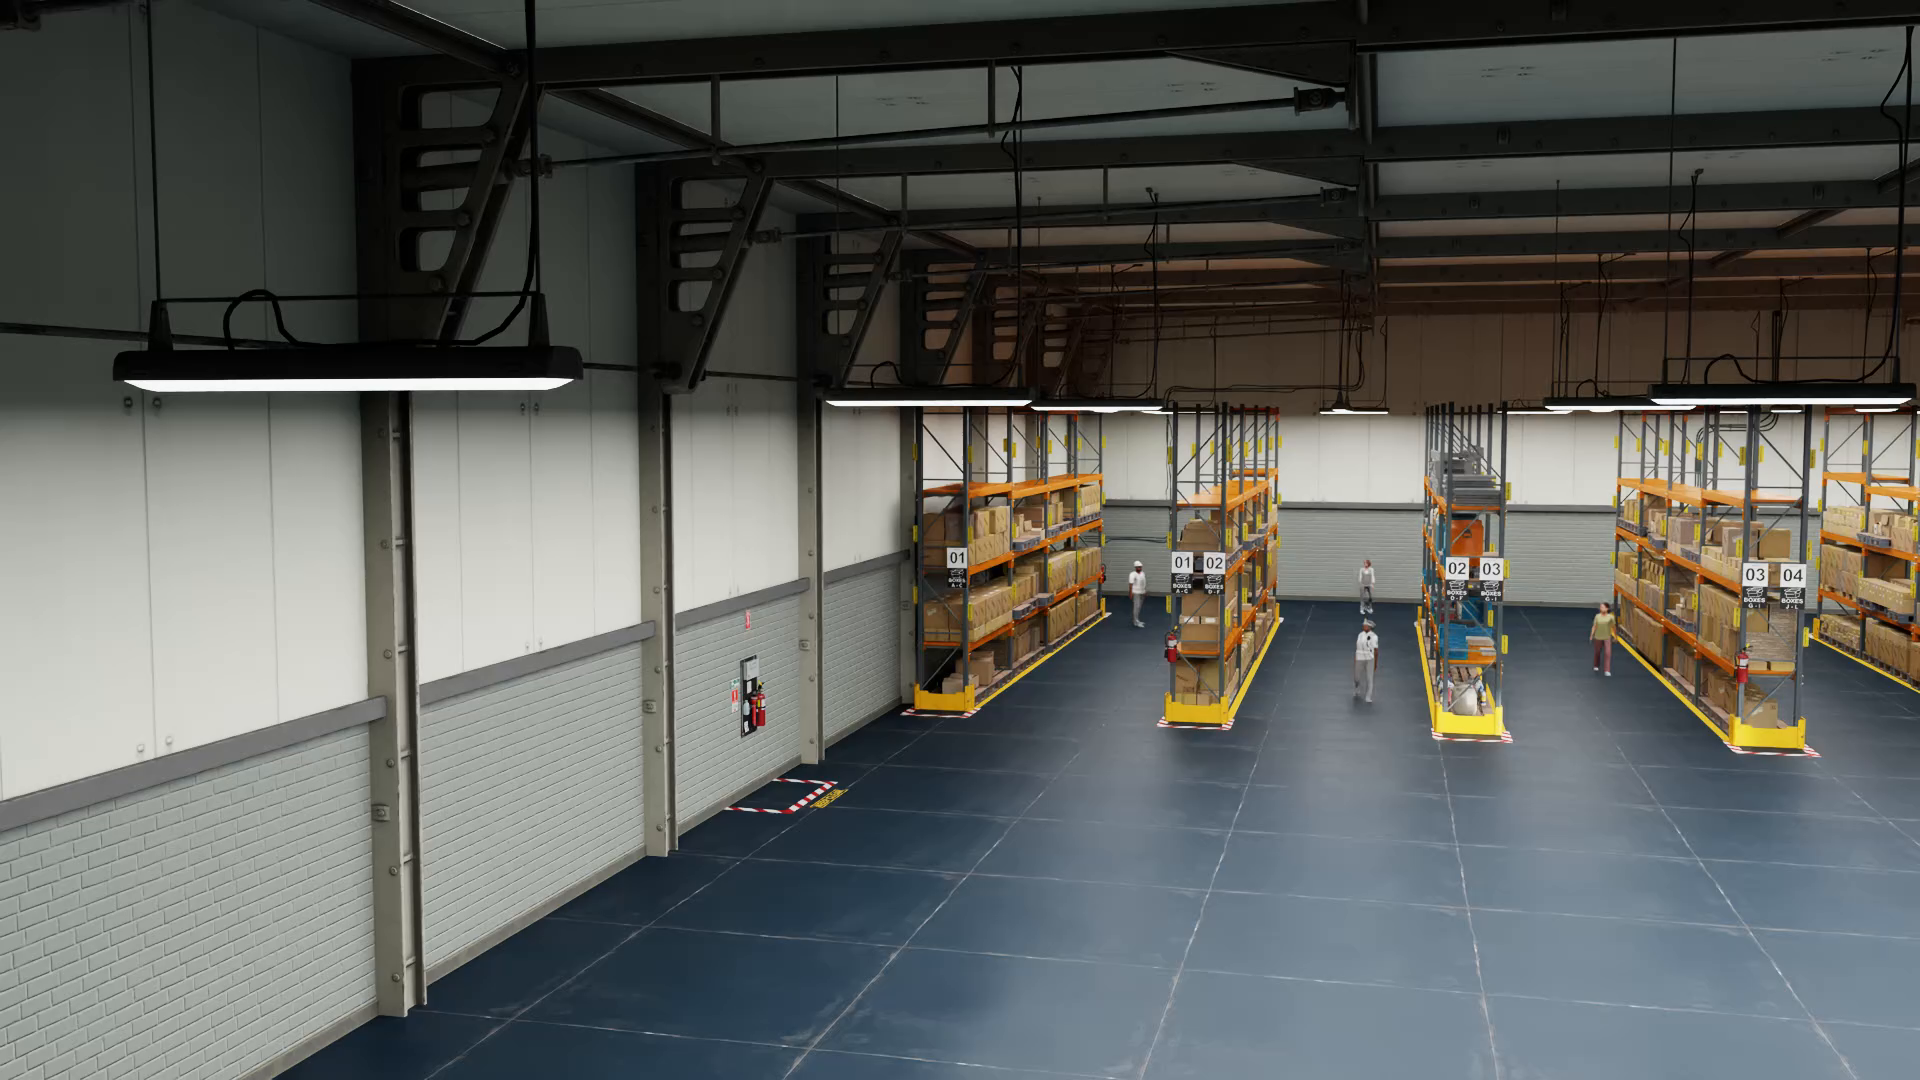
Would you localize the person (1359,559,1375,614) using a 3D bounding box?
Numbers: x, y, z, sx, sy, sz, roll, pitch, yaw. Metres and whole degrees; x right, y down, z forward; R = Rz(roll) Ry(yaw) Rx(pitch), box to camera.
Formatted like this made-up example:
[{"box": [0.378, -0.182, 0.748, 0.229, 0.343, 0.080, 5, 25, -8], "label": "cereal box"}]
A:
[{"box": [11.834, 1.351, 48.377, 0.430, 1.601, 0.362, 0, 4, 2], "label": "person"}]

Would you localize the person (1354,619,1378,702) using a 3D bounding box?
[{"box": [8.183, 2.403, 33.533, 0.469, 1.662, 0.665, 1, 4, 12], "label": "person"}]

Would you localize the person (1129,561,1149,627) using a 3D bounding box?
[{"box": [4.953, 1.475, 45.667, 0.618, 1.786, 0.541, -4, 6, -43], "label": "person"}]

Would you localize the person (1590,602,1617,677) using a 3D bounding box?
[{"box": [14.276, 2.184, 36.884, 0.598, 1.620, 1.030, 1, 4, 14], "label": "person"}]
